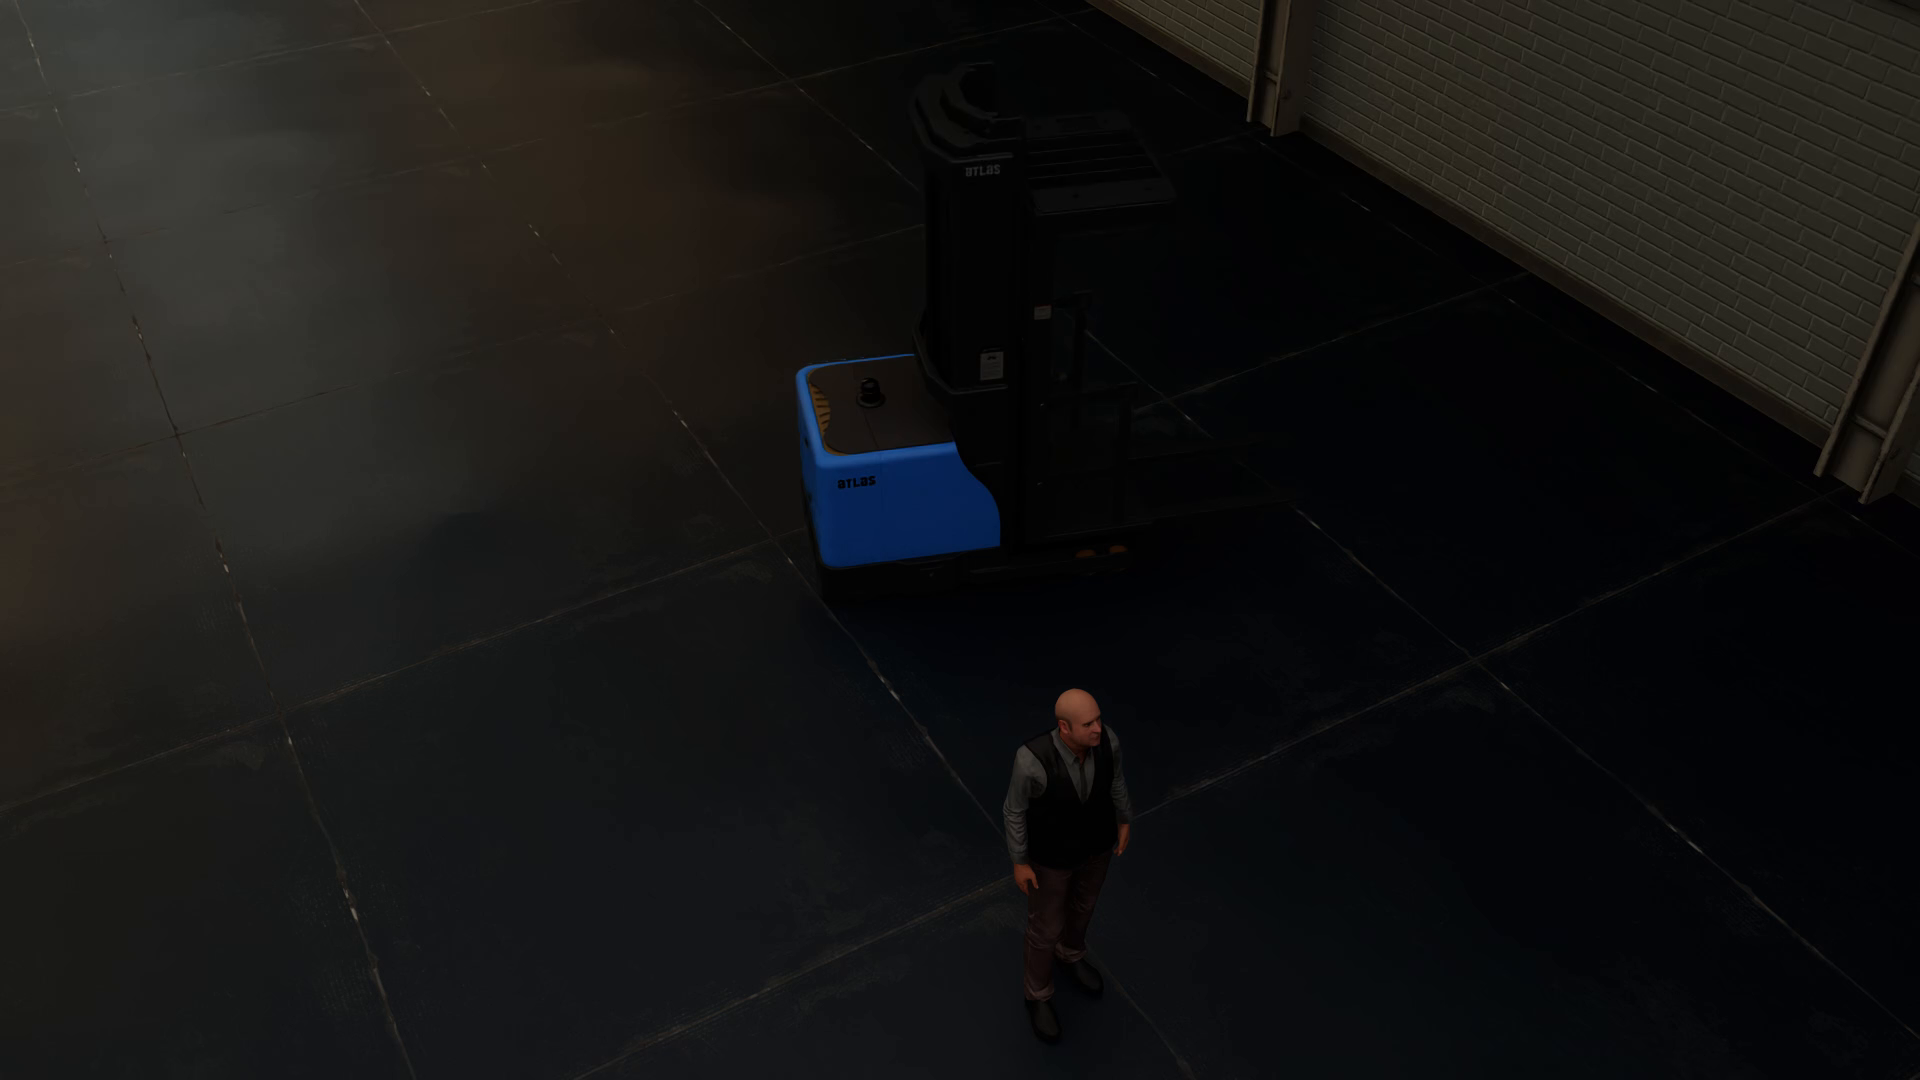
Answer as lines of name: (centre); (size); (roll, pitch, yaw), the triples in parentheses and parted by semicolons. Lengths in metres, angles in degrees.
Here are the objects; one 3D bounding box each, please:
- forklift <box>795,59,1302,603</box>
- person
forklift: (0.575, -1.232, 9.522); (3.031, 2.935, 1.130); (-8, 40, -9)
person: (0.513, 1.385, 7.302); (0.632, 1.720, 0.569); (-21, 44, -23)
